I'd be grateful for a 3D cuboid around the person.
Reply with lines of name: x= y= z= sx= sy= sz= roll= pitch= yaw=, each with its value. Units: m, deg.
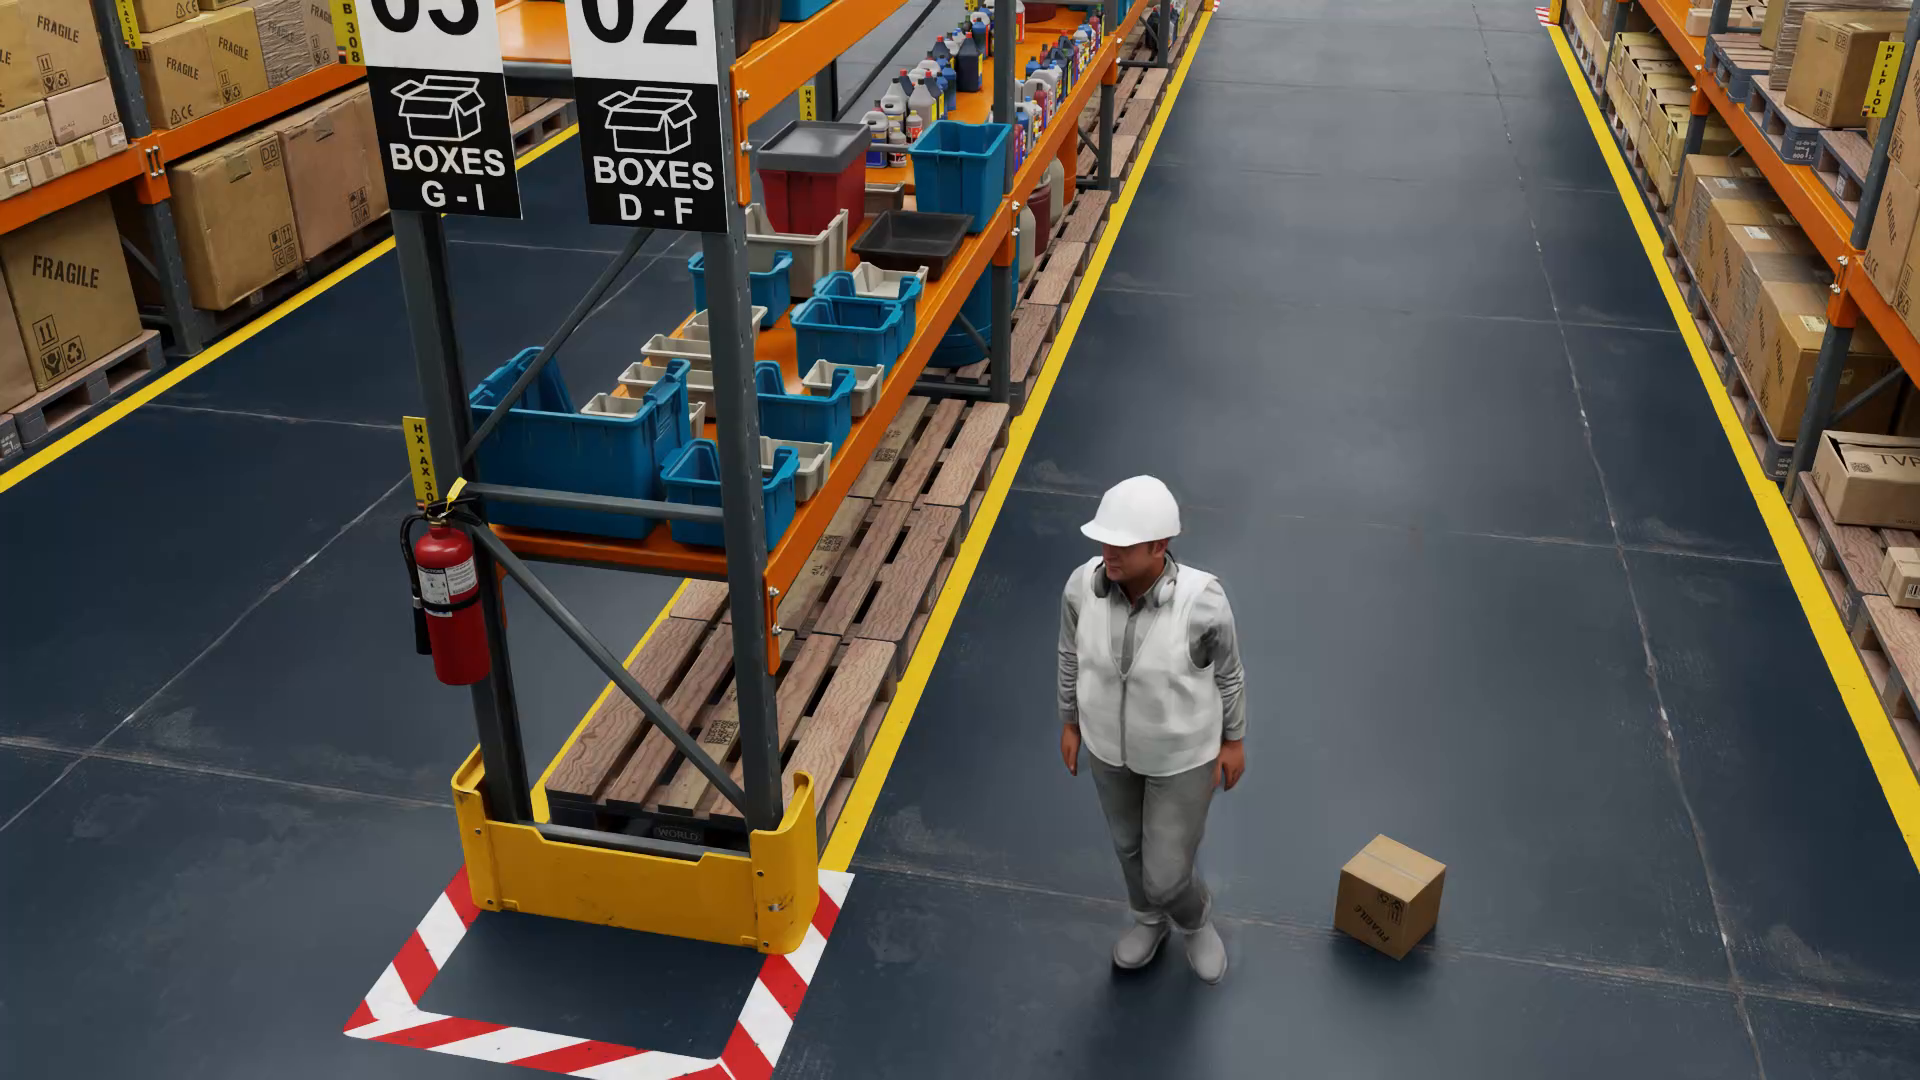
person: x=0.564 y=0.591 z=4.986 sx=0.591 sy=1.760 sz=0.486 roll=17 pitch=33 yaw=28
